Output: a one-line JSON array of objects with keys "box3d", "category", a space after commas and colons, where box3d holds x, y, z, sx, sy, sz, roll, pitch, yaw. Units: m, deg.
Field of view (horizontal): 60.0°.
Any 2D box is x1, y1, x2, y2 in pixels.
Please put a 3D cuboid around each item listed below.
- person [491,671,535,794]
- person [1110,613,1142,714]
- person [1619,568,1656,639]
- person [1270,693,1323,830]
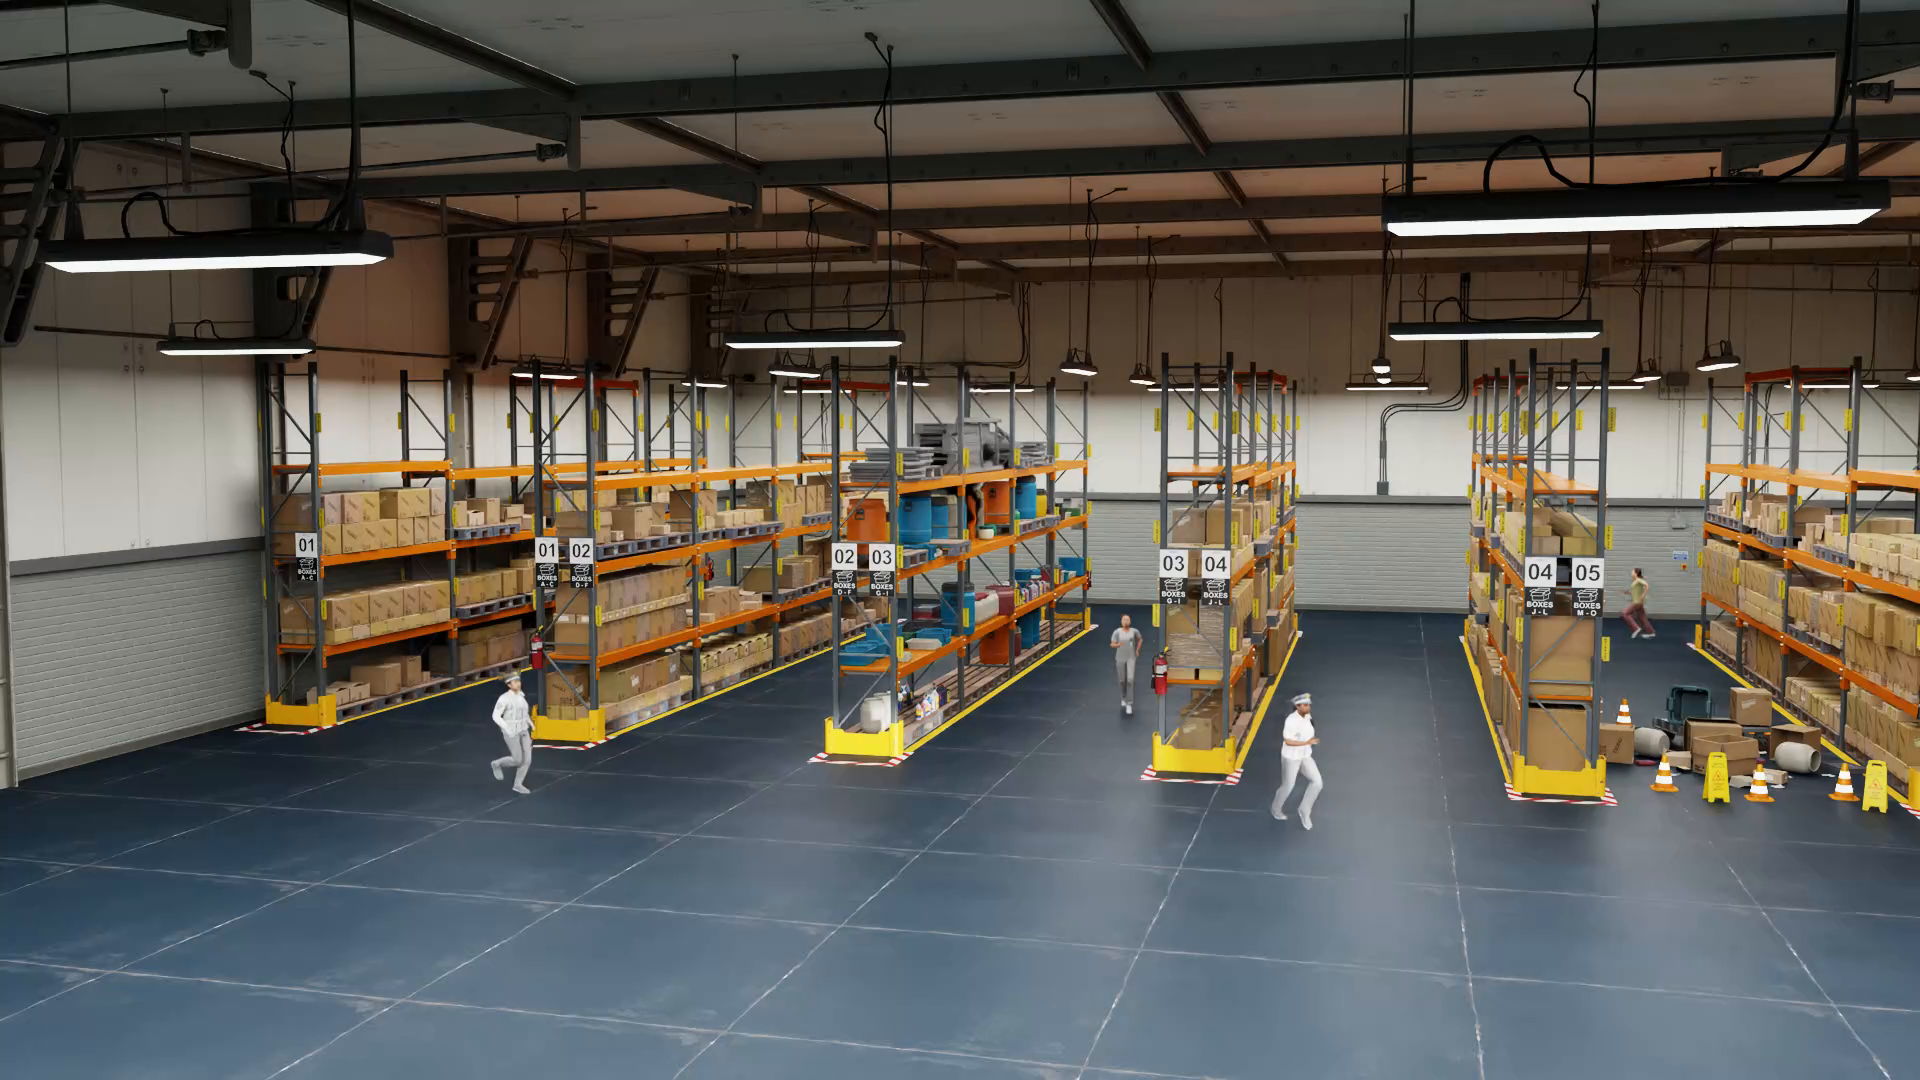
[{"box3d": [-6.075, 2.597, 22.582, 0.588, 1.660, 0.624, 2, 5, 30], "category": "person"}, {"box3d": [2.886, 2.127, 28.897, 0.549, 1.708, 0.728, 1, 4, 8], "category": "person"}, {"box3d": [15.648, 1.465, 38.371, 0.814, 1.636, 0.584, 1, 4, 20], "category": "person"}, {"box3d": [4.174, 2.716, 20.612, 0.600, 1.704, 0.817, -3, 5, -37], "category": "person"}]
